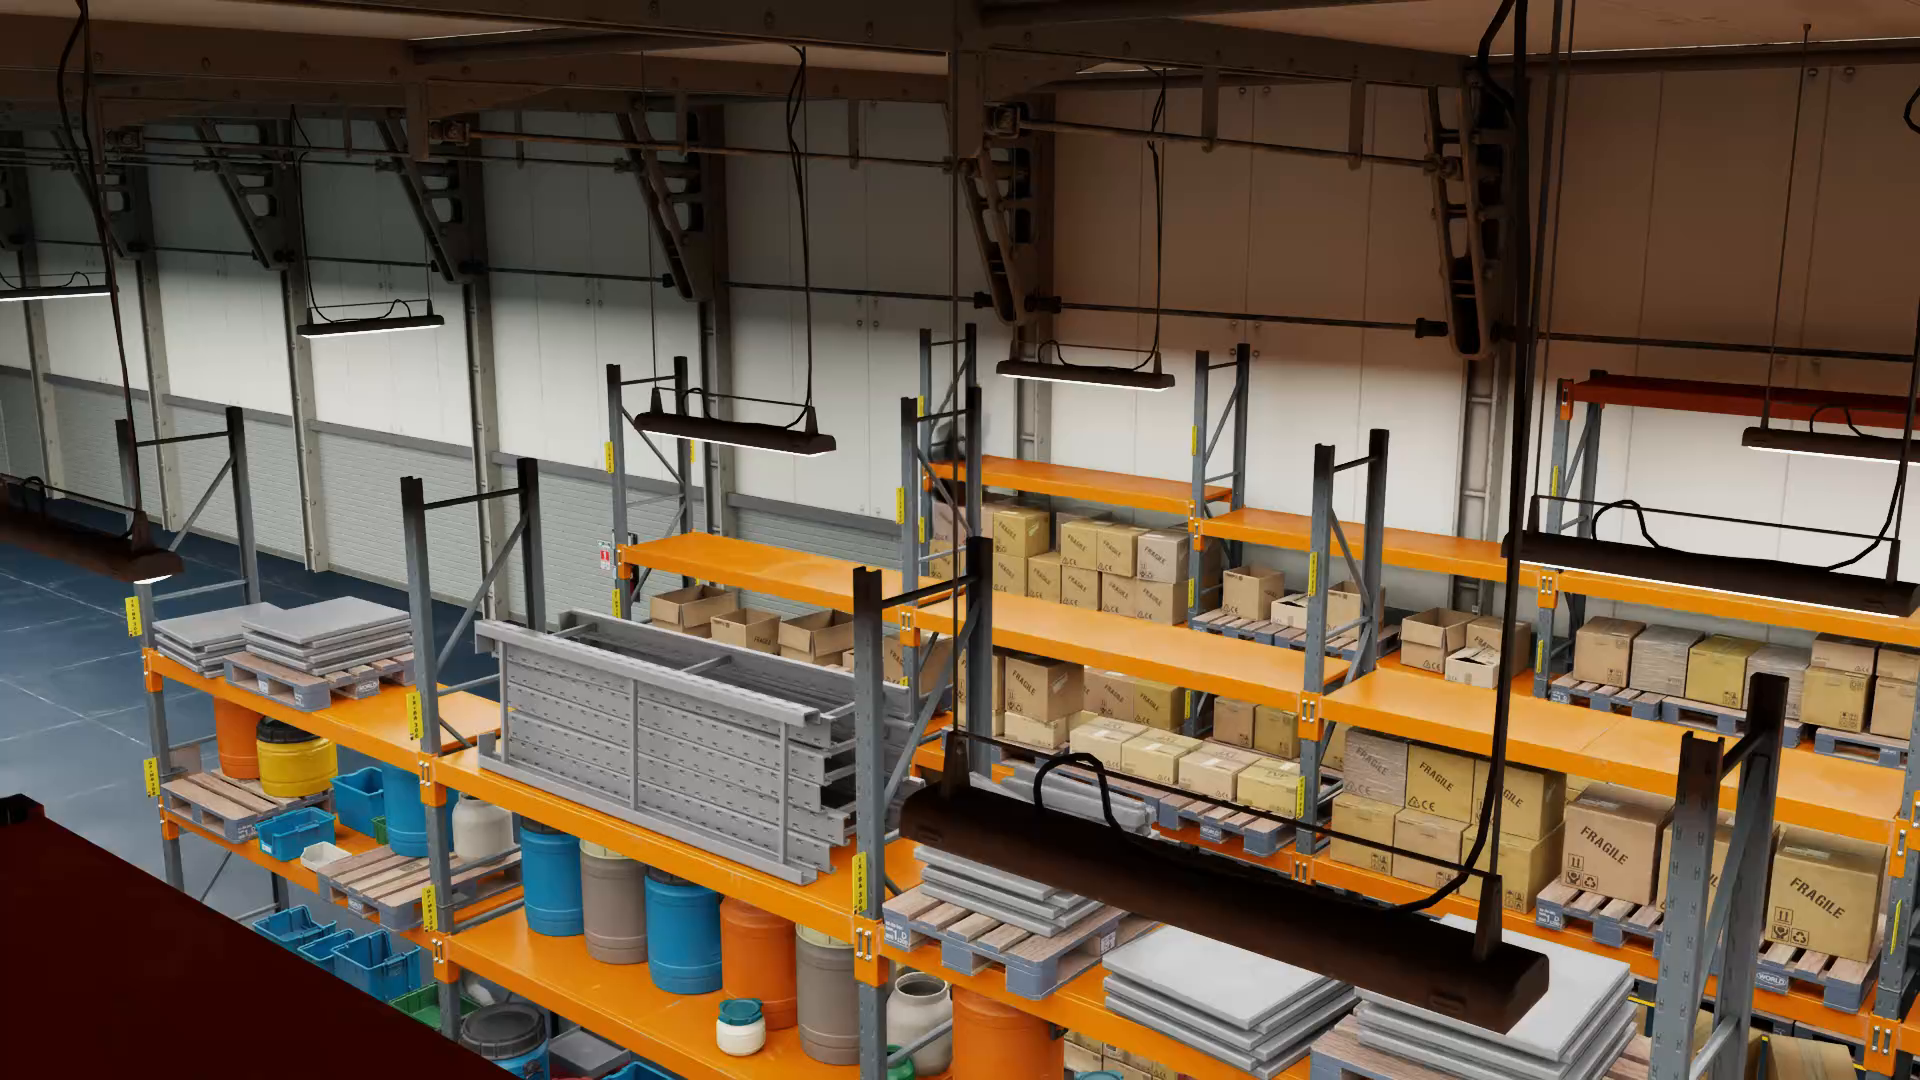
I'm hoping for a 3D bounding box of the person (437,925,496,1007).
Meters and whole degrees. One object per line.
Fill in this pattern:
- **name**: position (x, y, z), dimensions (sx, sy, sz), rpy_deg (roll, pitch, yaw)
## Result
- **person**: position (-4.620, 3.833, 15.377), dimensions (0.923, 1.691, 0.579), rpy_deg (7, 14, 27)
